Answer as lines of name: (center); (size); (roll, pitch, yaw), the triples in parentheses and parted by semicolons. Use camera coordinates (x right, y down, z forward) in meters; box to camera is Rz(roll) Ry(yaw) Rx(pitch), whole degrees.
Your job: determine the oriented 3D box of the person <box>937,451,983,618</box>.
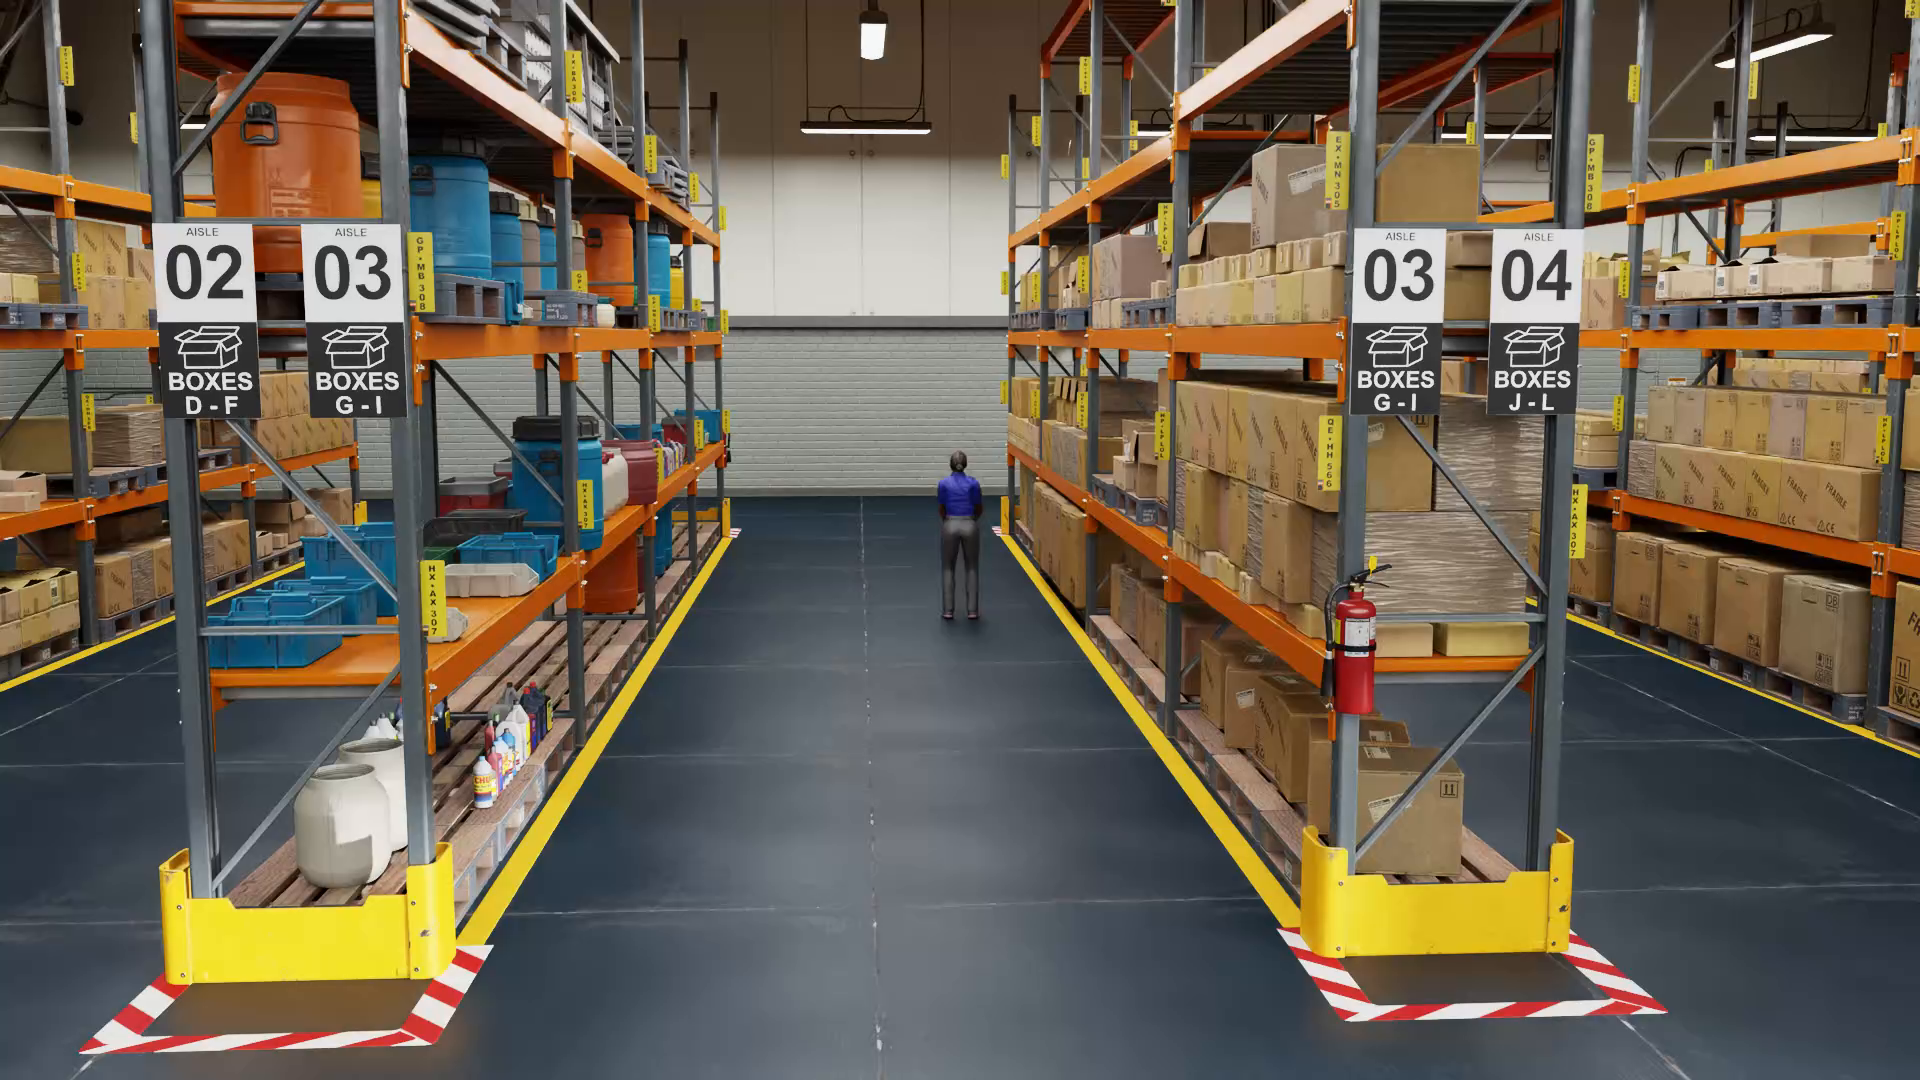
person: (0.004, -0.065, 16.347); (0.451, 1.650, 0.518); (0, 7, 0)
